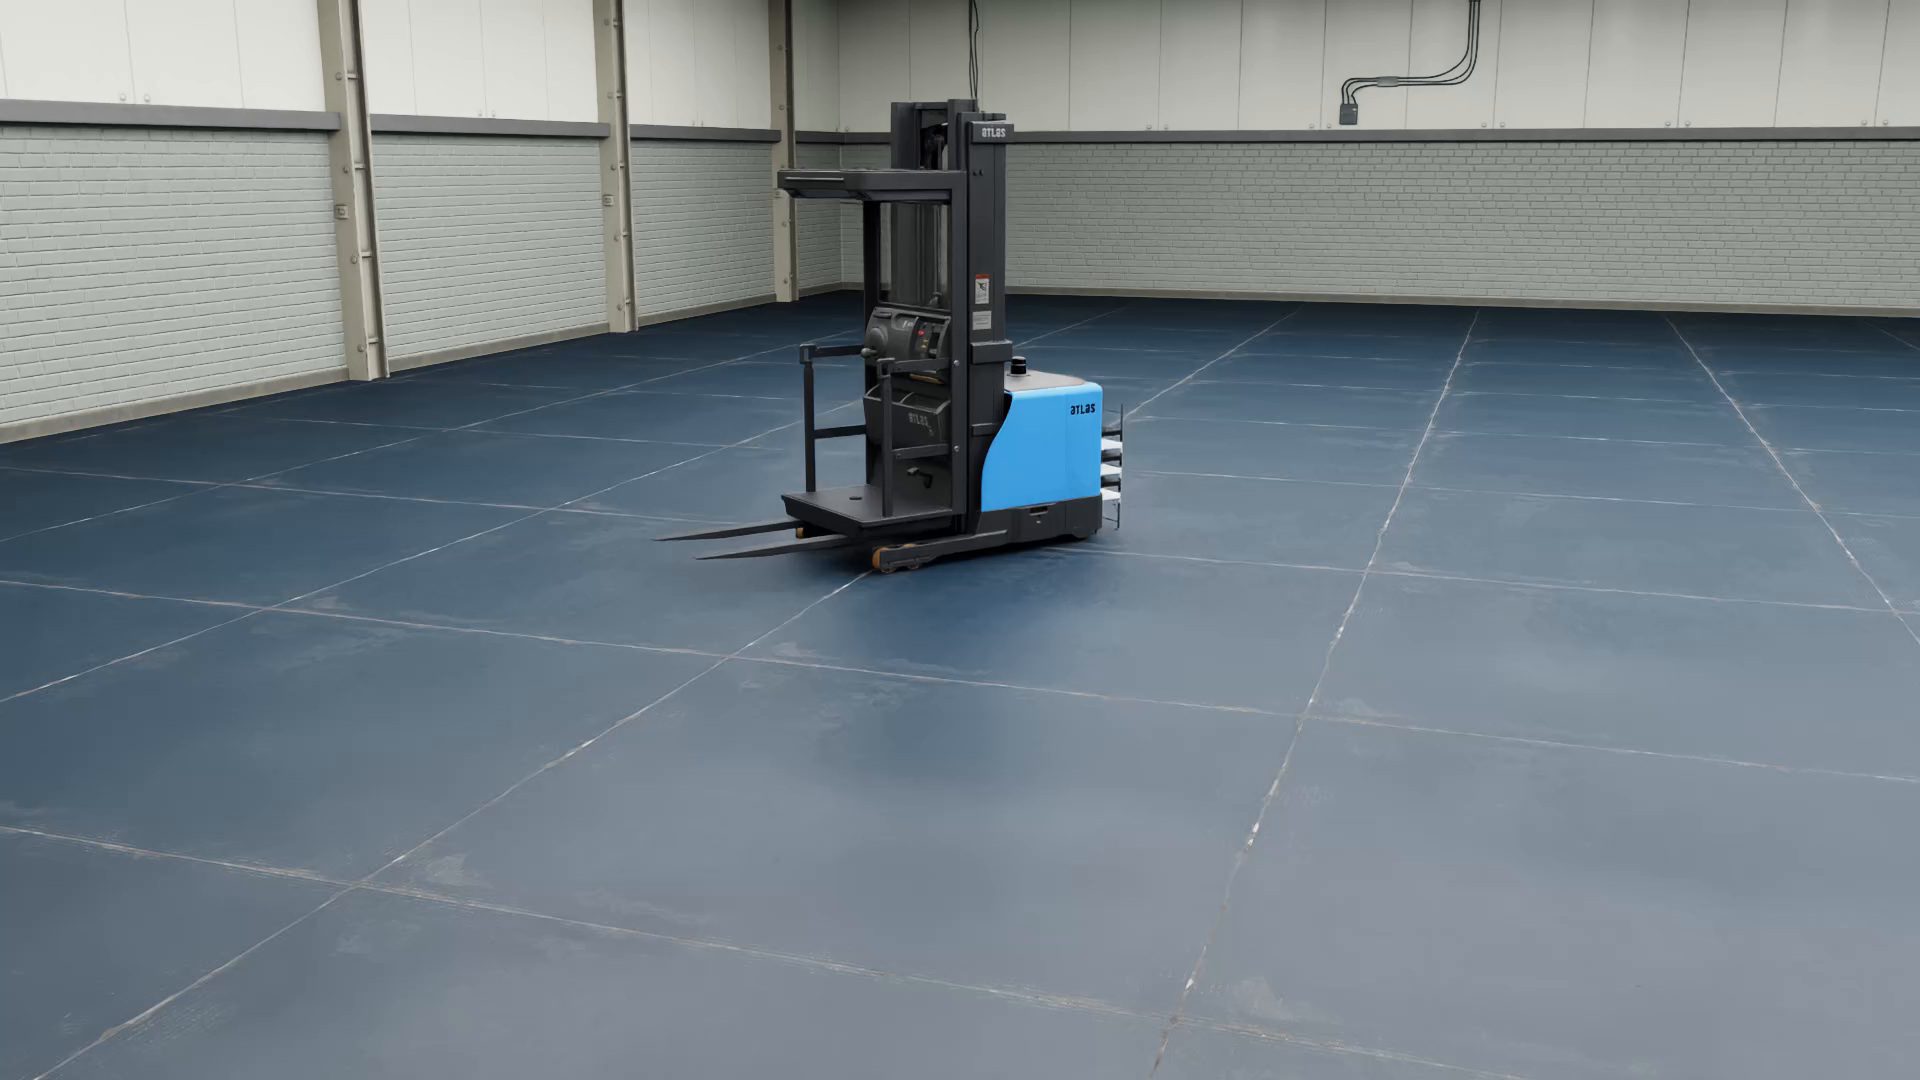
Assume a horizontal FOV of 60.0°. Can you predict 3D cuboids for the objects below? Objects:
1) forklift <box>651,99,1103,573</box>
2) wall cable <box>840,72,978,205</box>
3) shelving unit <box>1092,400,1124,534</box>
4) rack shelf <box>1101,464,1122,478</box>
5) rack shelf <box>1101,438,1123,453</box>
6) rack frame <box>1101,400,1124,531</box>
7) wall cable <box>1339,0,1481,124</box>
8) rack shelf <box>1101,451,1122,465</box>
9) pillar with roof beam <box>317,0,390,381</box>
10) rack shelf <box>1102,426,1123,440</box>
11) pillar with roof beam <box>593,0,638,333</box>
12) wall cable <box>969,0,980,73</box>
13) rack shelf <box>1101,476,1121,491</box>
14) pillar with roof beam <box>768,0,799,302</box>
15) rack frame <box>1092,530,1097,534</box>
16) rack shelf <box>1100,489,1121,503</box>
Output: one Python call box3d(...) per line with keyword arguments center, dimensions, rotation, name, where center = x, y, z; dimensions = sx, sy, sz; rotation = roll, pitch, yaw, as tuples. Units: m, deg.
box3d(center=(-0.518, -1.350, 10.817), dimensions=(3.031, 2.935, 1.130), rotation=(-9, 15, -33), name="forklift")
box3d(center=(-1.032, -7.873, 32.736), dimensions=(3.097, 2.526, 0.112), rotation=(4, 14, 18), name="wall cable")
box3d(center=(0.982, -0.517, 11.723), dimensions=(0.210, 0.900, 0.258), rotation=(-8, 15, -34), name="shelving unit")
box3d(center=(0.981, -0.484, 11.730), dimensions=(0.200, 0.077, 0.258), rotation=(-8, 15, -34), name="rack shelf")
box3d(center=(0.983, -0.660, 11.691), dimensions=(0.200, 0.077, 0.258), rotation=(-8, 15, -34), name="rack shelf")
box3d(center=(1.065, -0.528, 11.779), dimensions=(0.006, 0.900, 0.240), rotation=(-8, 15, -34), name="rack frame")
box3d(center=(7.946, -10.358, 29.003), dimensions=(2.305, 6.003, 0.169), rotation=(4, 14, 18), name="wall cable")
box3d(center=(0.982, -0.572, 11.711), dimensions=(0.200, 0.077, 0.258), rotation=(-8, 15, -34), name="rack shelf")
box3d(center=(-3.045, -6.025, 17.662), dimensions=(9.100, 9.000, 0.400), rotation=(4, 14, 18), name="pillar with roof beam")
box3d(center=(0.984, -0.748, 11.672), dimensions=(0.200, 0.077, 0.258), rotation=(-8, 15, -34), name="rack shelf")
box3d(center=(-1.104, -7.288, 23.197), dimensions=(9.100, 9.000, 0.400), rotation=(4, 14, 18), name="pillar with roof beam")
box3d(center=(1.528, -10.140, 31.320), dimensions=(3.097, 2.526, 0.112), rotation=(4, 14, 18), name="wall cable")
box3d(center=(0.980, -0.396, 11.750), dimensions=(0.200, 0.077, 0.258), rotation=(-8, 15, -34), name="rack shelf")
box3d(center=(0.837, -8.552, 28.732), dimensions=(9.100, 9.000, 0.400), rotation=(4, 14, 18), name="pillar with roof beam")
box3d(center=(0.898, -0.505, 11.667), dimensions=(0.006, 0.900, 0.240), rotation=(-8, 15, -34), name="rack frame")
box3d(center=(0.979, -0.308, 11.769), dimensions=(0.200, 0.077, 0.258), rotation=(-8, 15, -34), name="rack shelf")
